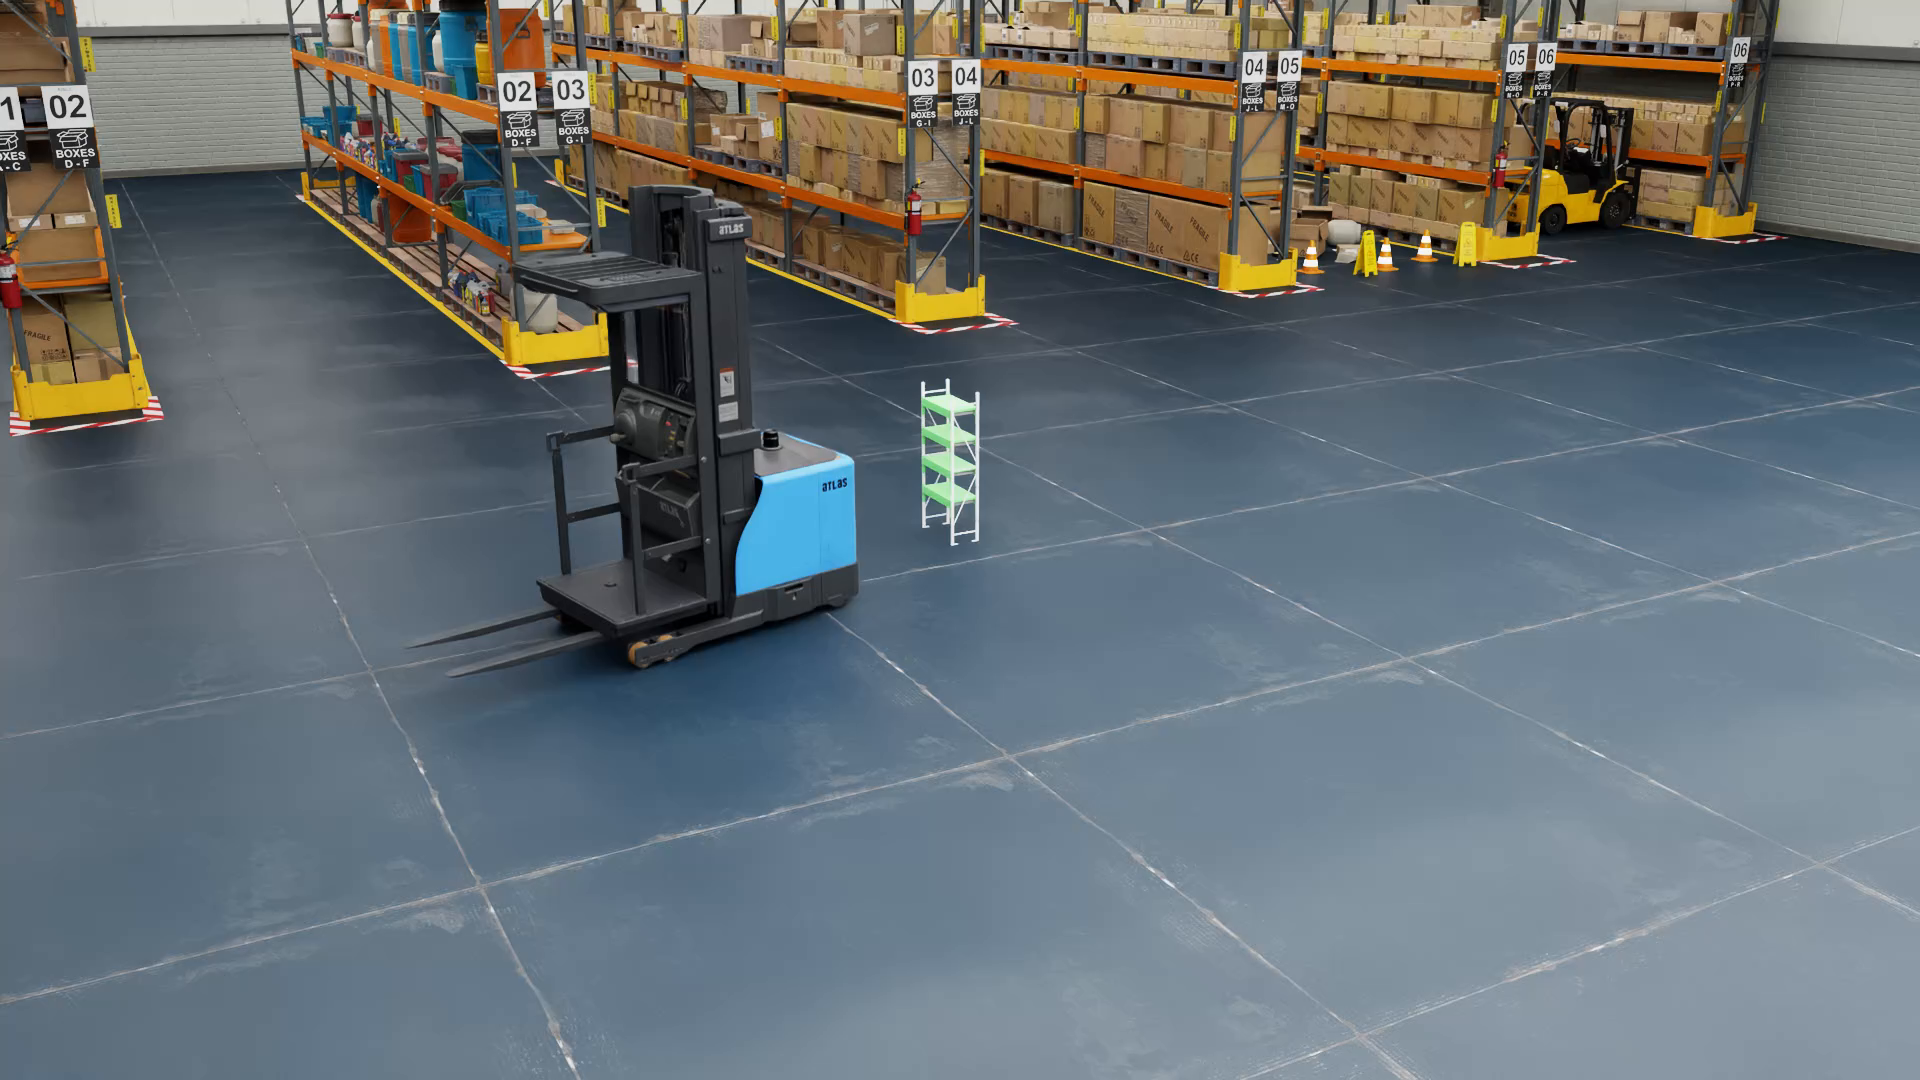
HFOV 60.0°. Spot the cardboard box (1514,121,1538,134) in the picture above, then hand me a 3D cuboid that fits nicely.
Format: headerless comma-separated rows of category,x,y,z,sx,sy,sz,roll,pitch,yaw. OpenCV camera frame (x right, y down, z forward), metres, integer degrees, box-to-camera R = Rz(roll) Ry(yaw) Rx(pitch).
cardboard box,10.503,-7.767,31.271,0.500,0.250,0.500,-9,21,-25

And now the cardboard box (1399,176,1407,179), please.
cardboard box,7.610,-5.797,27.753,0.500,0.500,0.500,-9,21,-24

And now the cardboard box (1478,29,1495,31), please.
cardboard box,8.265,-7.860,25.875,0.380,0.149,0.250,-10,21,-27

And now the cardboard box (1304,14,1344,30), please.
cardboard box,6.219,-8.892,28.524,0.500,0.250,0.500,-9,21,-25

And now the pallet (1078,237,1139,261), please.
pallet,2.590,-4.619,26.195,1.003,0.211,1.213,-10,21,-27

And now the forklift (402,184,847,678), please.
forklift,-2.168,-0.751,10.813,3.031,2.935,1.121,-16,24,-38

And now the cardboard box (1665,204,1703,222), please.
cardboard box,12.371,-5.570,28.246,0.500,0.250,0.500,-10,21,-26

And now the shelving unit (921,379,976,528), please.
shelving unit,-0.081,-0.616,13.078,0.258,1.200,0.492,-10,21,-27

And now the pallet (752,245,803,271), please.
pallet,-2.486,-4.334,25.367,1.003,0.211,1.213,-10,21,-27

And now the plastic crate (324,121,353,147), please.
plastic crate,-10.795,-7.060,28.925,0.392,0.384,0.575,-10,21,-27

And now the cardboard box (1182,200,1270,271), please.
cardboard box,3.817,-4.398,23.892,0.875,0.875,0.875,-10,21,-26

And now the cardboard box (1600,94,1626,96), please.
cardboard box,11.785,-7.969,30.023,0.380,0.149,0.250,-10,22,-28

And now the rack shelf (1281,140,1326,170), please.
rack shelf,5.657,-7.198,30.495,1.077,0.370,4.000,-10,21,-27

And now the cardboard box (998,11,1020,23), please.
cardboard box,1.201,-11.886,37.813,0.500,0.250,0.500,-12,23,-32

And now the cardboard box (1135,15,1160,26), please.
cardboard box,2.777,-7.568,24.231,0.380,0.149,0.250,-10,21,-27

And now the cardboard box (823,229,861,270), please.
cardboard box,-1.682,-4.161,23.781,0.500,0.500,0.500,-3,19,-9

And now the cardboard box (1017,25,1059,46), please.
cardboard box,1.272,-8.259,27.208,0.500,0.311,0.500,-11,22,-29

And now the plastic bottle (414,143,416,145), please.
plastic bottle,-8.803,-6.268,26.876,0.061,0.283,0.133,-10,21,-27

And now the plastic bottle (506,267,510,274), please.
plastic bottle,-5.914,-3.477,21.996,0.144,0.351,0.185,-11,22,-28

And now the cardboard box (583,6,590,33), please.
cardboard box,-7.070,-10.122,32.319,0.700,0.500,0.500,-12,22,-30

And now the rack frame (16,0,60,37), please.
rack frame,-12.734,-7.880,22.171,1.000,3.000,0.127,-10,21,-27

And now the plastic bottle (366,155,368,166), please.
plastic bottle,-9.320,-6.008,26.248,0.097,0.201,0.097,0,19,0

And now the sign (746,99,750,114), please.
sign,-3.541,-7.174,27.668,0.100,0.325,0.005,-10,21,-27

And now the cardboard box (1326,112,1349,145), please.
cardboard box,6.570,-6.982,28.158,0.500,0.500,0.500,-10,21,-27

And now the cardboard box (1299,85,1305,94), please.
cardboard box,5.850,-7.950,29.325,0.380,0.149,0.250,-11,22,-28

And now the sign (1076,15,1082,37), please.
sign,1.825,-7.892,25.531,0.100,0.325,0.005,-10,21,-27

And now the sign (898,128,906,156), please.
sign,-0.714,-4.897,20.465,0.100,0.325,0.005,-10,21,-27

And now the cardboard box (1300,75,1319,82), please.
cardboard box,7.453,-9.954,36.582,0.700,0.500,0.500,-10,21,-26

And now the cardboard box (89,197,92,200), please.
cardboard box,-9.424,-3.543,17.653,0.380,0.149,0.250,-11,22,-28

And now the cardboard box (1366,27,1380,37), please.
cardboard box,6.837,-8.272,27.069,0.380,0.149,0.250,-10,21,-27

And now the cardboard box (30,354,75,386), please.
cardboard box,-9.450,-1.754,17.187,0.500,0.250,0.500,-10,21,-27

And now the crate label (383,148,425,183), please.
crate label,-8.140,-5.499,24.416,0.502,0.435,0.616,-10,21,-27

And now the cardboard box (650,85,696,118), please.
cardboard box,-4.979,-7.690,29.127,0.797,0.503,0.637,-9,21,-25

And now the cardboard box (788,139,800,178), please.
cardboard box,-1.956,-5.478,23.798,0.875,0.500,0.500,-10,21,-27

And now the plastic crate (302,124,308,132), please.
plastic crate,-12.265,-7.783,31.401,0.250,0.136,0.298,-10,21,-27

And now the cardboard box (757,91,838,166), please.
cardboard box,-2.369,-6.161,24.823,1.000,1.000,1.000,-10,21,-26

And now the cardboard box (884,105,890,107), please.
cardboard box,-1.217,-8.201,31.584,0.380,0.149,0.250,-9,21,-24

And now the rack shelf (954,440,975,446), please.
rack shelf,-0.079,-0.808,13.007,0.199,0.029,0.442,-10,21,-27

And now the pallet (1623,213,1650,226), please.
pallet,11.897,-5.830,29.703,1.003,0.211,1.213,-10,21,-27

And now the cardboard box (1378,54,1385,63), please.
cardboard box,7.030,-7.841,27.043,0.380,0.149,0.250,-11,22,-28

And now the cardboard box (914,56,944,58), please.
cardboard box,-0.409,-6.074,21.154,0.380,0.149,0.250,-10,22,-28

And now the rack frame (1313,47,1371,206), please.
rack frame,6.606,-6.964,28.714,1.000,3.000,0.127,-10,21,-27

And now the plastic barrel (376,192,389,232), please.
plastic barrel,-9.157,-5.330,27.033,0.600,0.588,0.708,-10,21,-27

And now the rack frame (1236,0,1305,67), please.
rack frame,4.198,-7.856,22.101,1.000,3.000,0.127,-10,21,-27

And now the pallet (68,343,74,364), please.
pallet,-9.911,-1.992,18.580,1.003,0.211,1.213,-10,21,-27

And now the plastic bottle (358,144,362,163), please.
plastic bottle,-9.635,-6.224,26.749,0.061,0.283,0.133,-10,21,-27

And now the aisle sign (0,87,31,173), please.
aisle sign,-9.163,-3.912,15.883,0.394,0.787,0.004,-10,21,-27

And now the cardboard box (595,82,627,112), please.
cardboard box,-6.602,-8.384,31.455,0.500,0.500,0.500,-10,21,-26

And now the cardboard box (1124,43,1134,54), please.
cardboard box,2.657,-7.264,24.573,0.380,0.149,0.250,-10,22,-28

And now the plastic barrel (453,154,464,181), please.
plastic barrel,-6.735,-5.034,22.914,0.433,0.535,0.433,0,19,0

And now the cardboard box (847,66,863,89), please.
cardboard box,-1.144,-6.018,21.604,0.500,0.250,0.500,-9,21,-25

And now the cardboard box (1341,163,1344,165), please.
cardboard box,8.455,-8.132,35.288,0.500,0.500,0.500,-10,22,-27

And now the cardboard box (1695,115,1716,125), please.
cardboard box,12.461,-6.995,27.658,0.380,0.149,0.250,-10,21,-26

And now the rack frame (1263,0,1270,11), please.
rack frame,7.174,-12.866,36.622,1.000,3.000,0.127,-10,21,-27
